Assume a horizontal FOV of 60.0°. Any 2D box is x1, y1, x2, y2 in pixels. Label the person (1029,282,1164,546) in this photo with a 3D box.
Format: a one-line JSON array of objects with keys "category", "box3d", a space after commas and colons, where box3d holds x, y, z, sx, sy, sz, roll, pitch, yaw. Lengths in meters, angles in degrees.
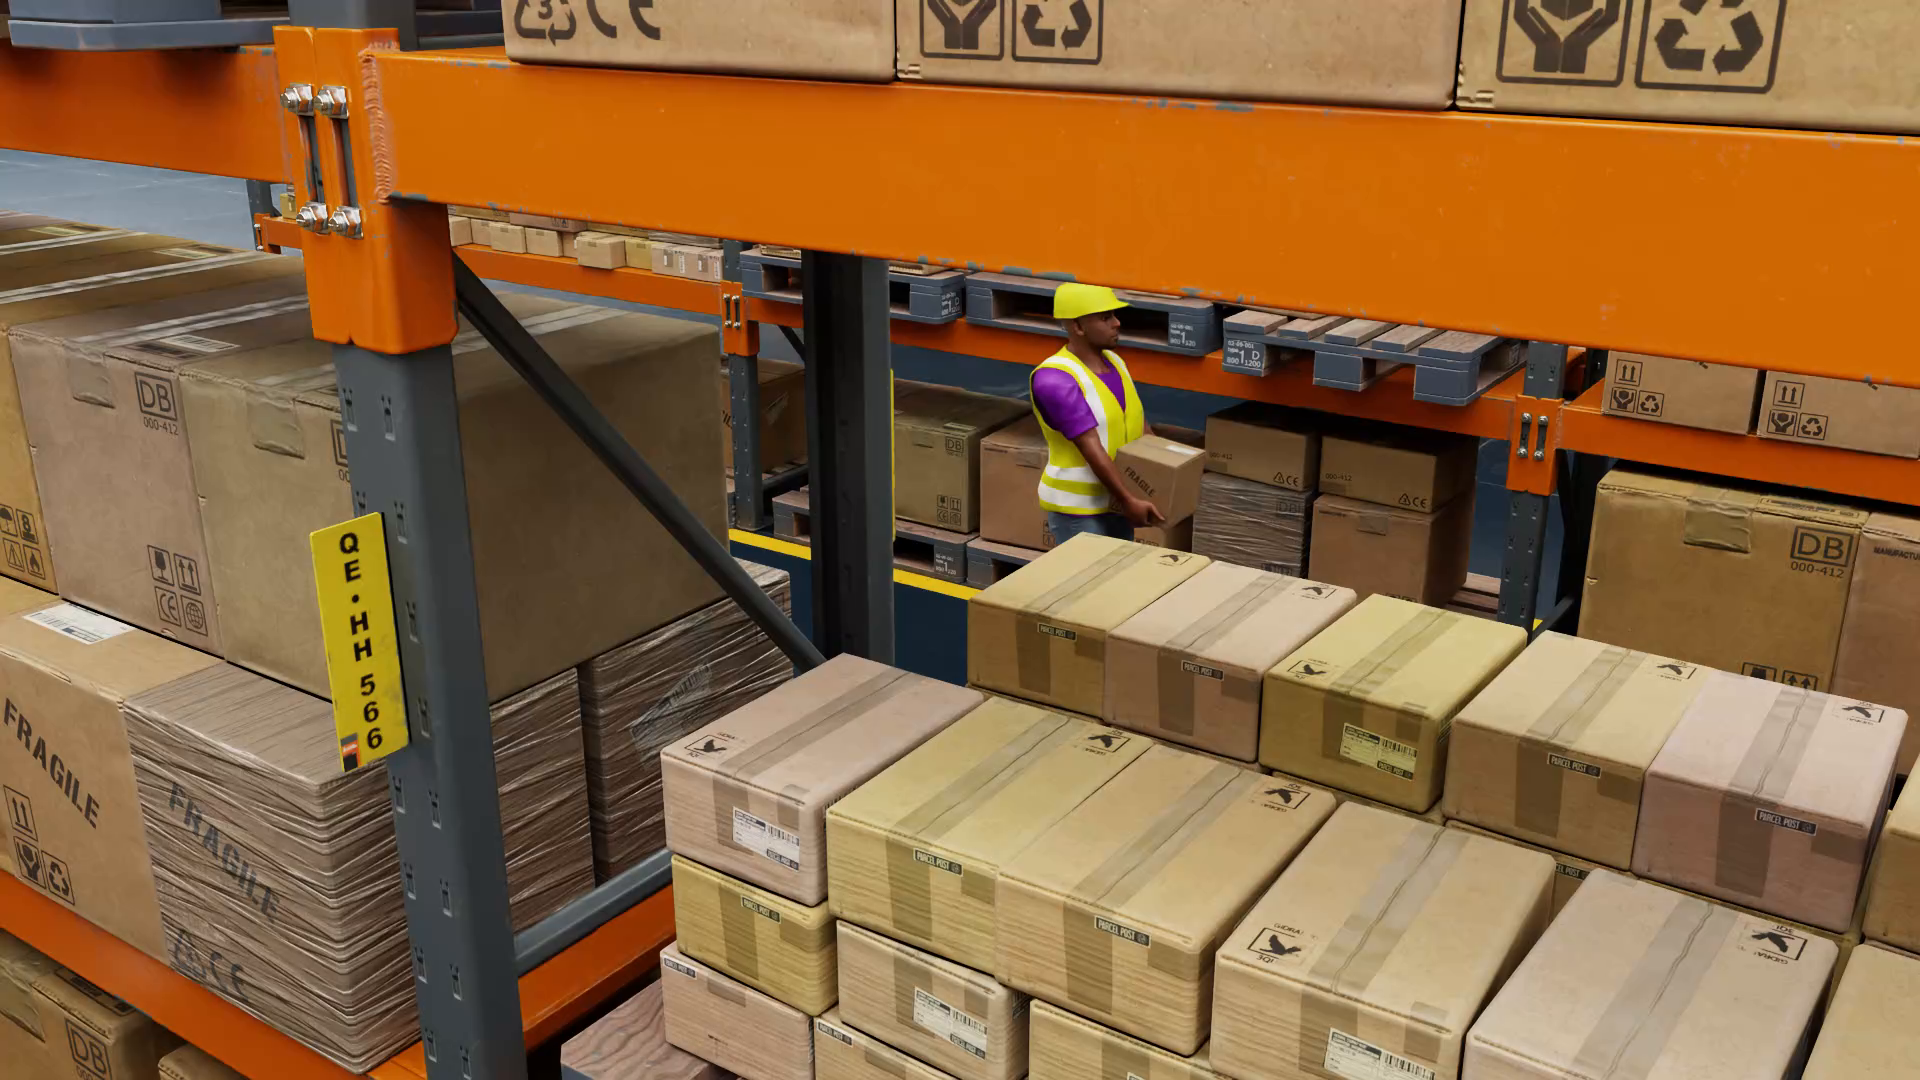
[{"category": "person", "box3d": [0.589, -0.117, 6.372, 0.576, 1.760, 0.503, 12, 23, 31]}]
